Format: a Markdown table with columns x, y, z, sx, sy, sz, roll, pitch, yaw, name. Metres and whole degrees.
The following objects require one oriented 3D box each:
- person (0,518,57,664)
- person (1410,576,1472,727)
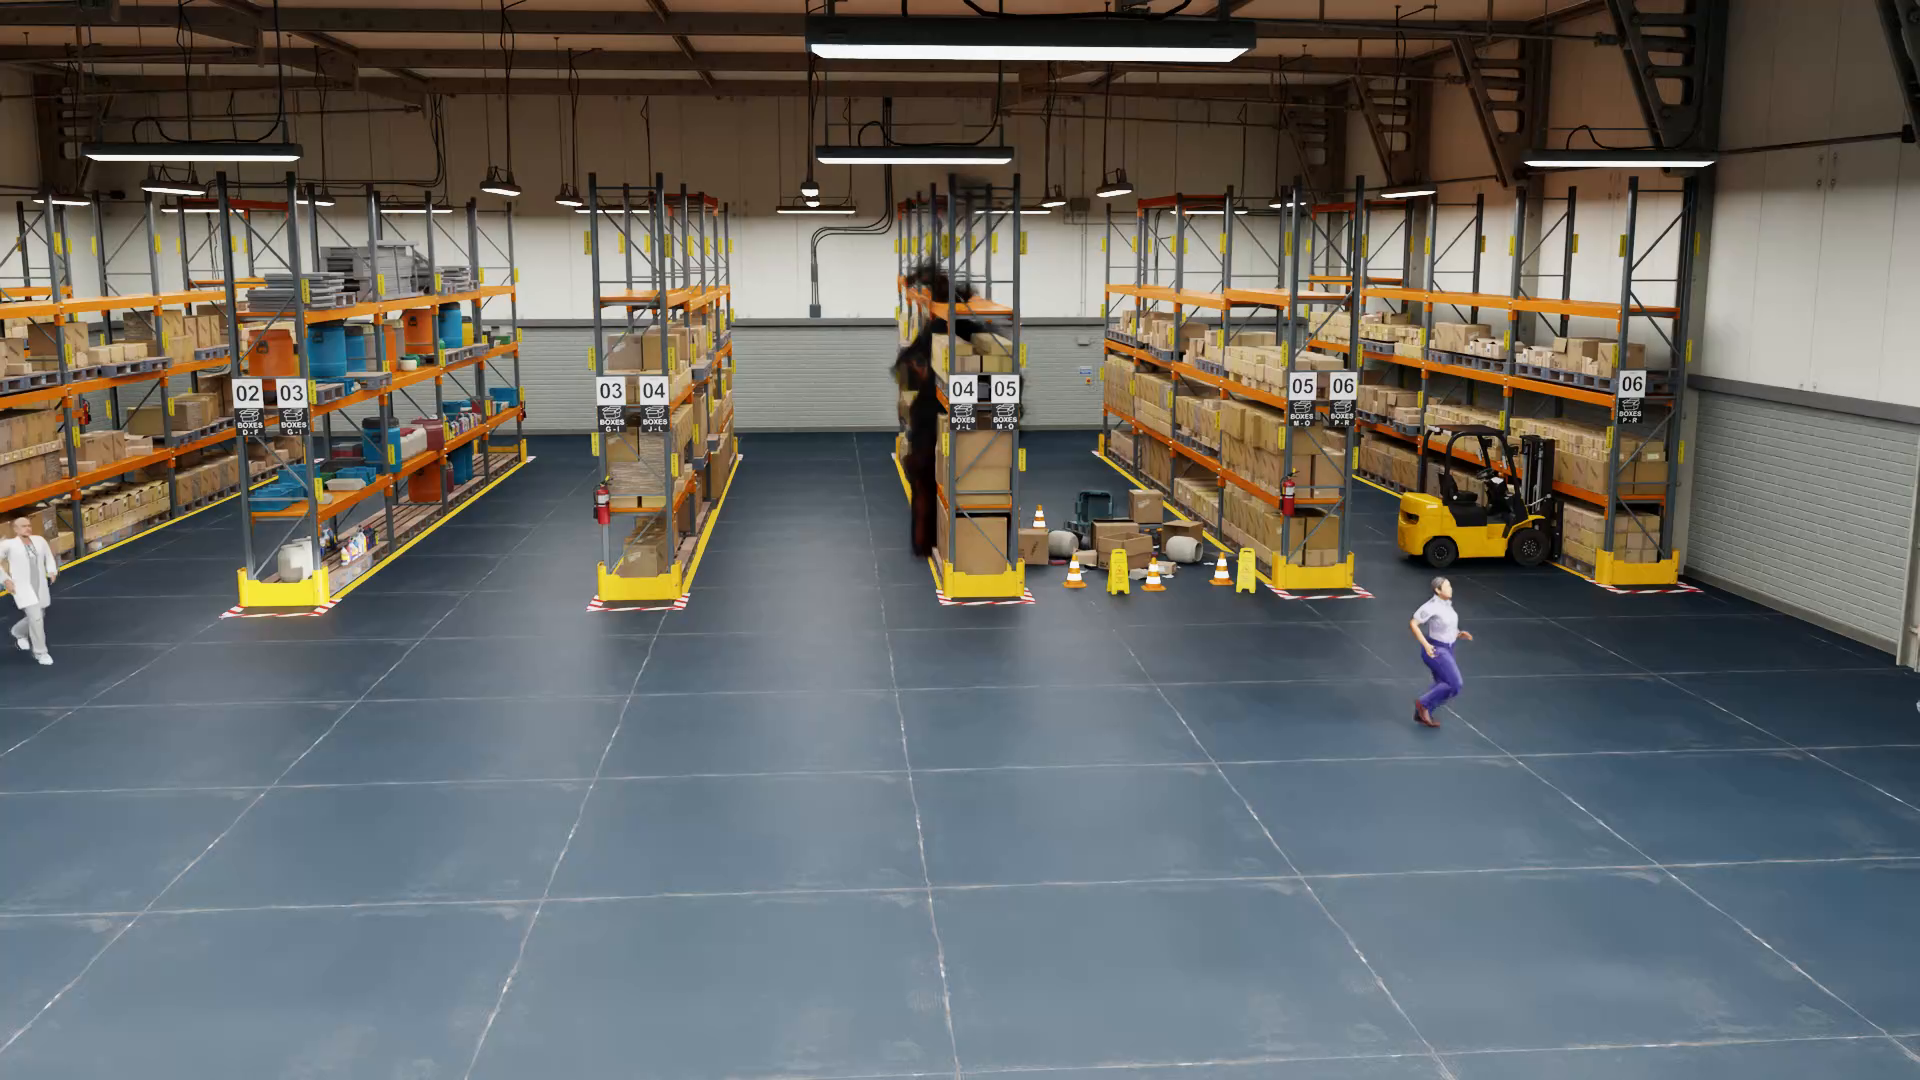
| x | y | z | sx | sy | sz | roll | pitch | yaw | name |
| --- | --- | --- | --- | --- | --- | --- | --- | --- | --- |
| -11.412 | 0.604 | 20.314 | 0.912 | 1.793 | 0.723 | 6 | 11 | 29 | person |
| 5.044 | 1.186 | 17.364 | 0.575 | 1.597 | 0.592 | 7 | 12 | 33 | person |
